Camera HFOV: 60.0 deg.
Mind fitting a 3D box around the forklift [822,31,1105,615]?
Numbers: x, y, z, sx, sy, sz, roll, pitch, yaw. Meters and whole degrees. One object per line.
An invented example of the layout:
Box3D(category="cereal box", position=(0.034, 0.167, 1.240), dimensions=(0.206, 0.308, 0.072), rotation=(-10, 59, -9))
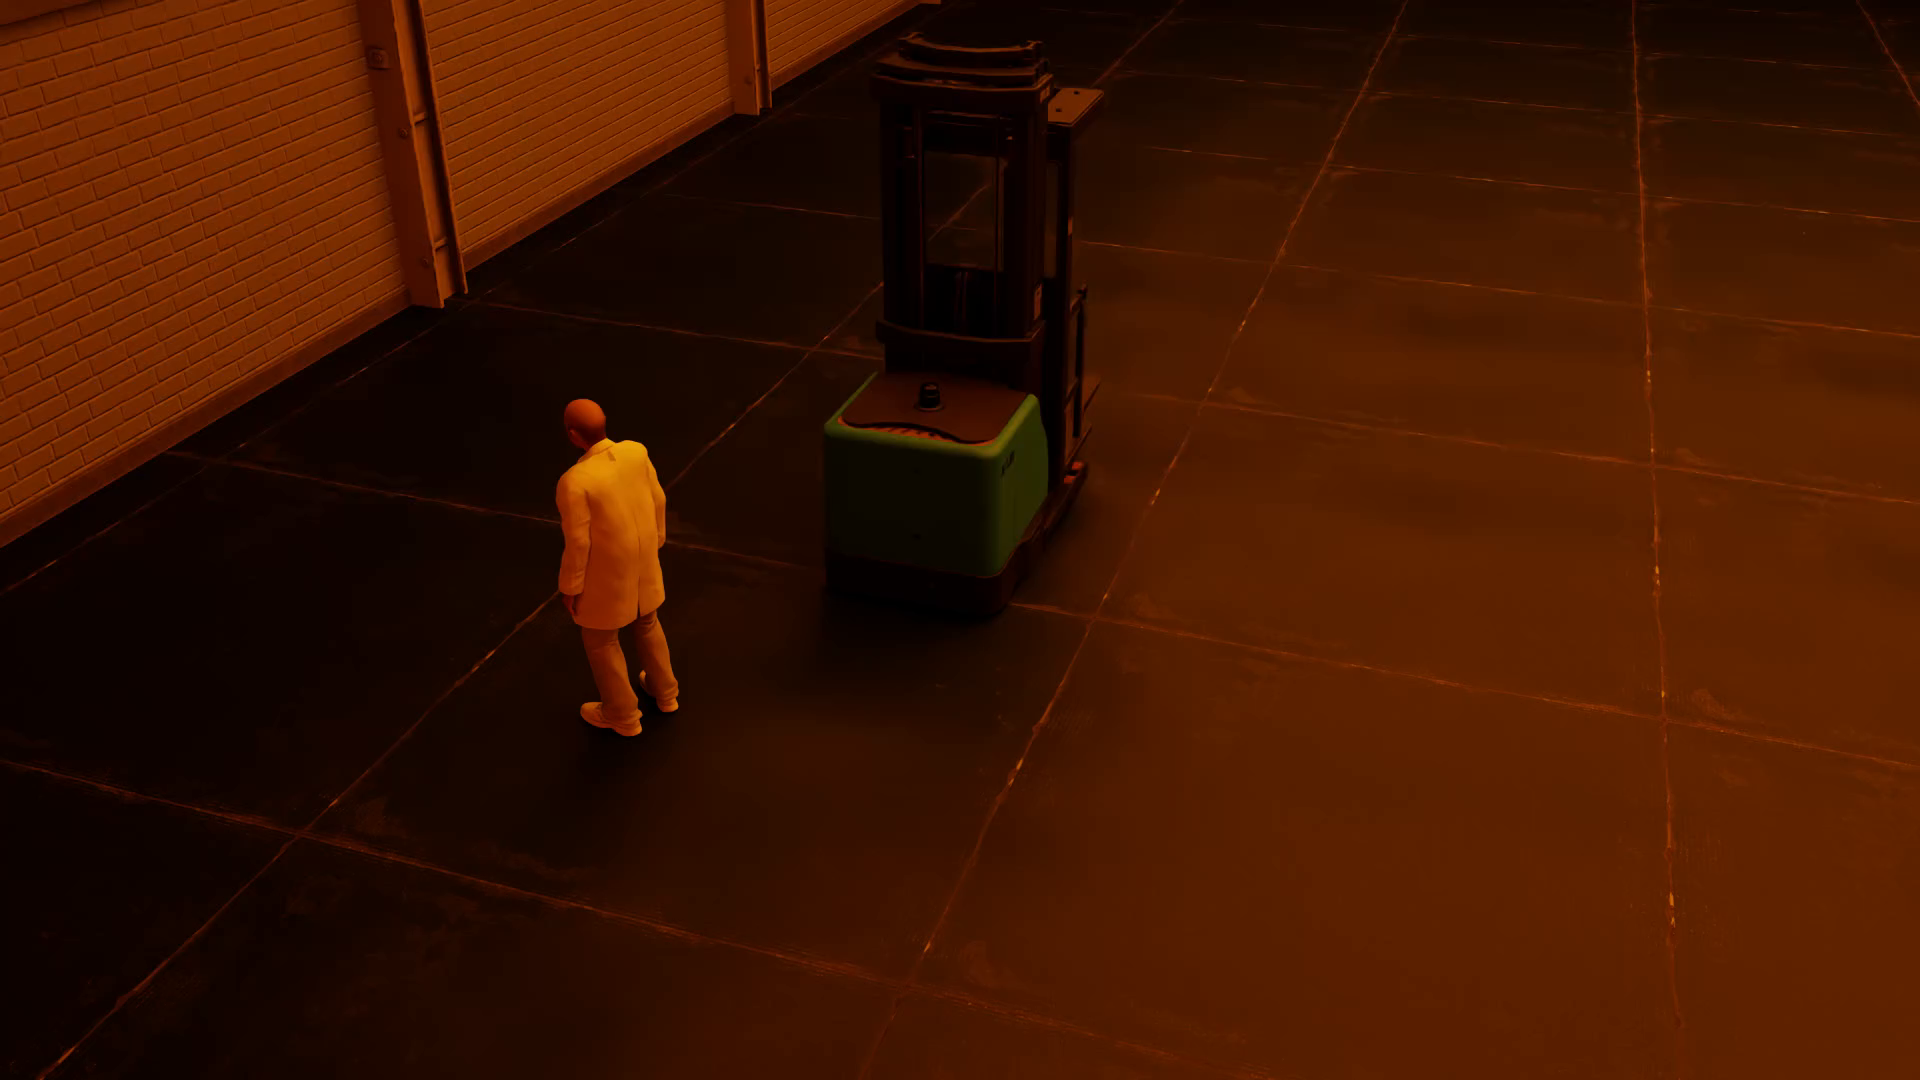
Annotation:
Box3D(category="forklift", position=(0.187, -1.576, 9.901), dimensions=(1.130, 2.935, 3.031), rotation=(9, 31, 16))

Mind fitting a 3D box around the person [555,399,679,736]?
Box3D(category="person", position=(-1.683, 0.134, 8.071), dimensions=(0.431, 1.772, 0.648), rotation=(21, 36, 32))
